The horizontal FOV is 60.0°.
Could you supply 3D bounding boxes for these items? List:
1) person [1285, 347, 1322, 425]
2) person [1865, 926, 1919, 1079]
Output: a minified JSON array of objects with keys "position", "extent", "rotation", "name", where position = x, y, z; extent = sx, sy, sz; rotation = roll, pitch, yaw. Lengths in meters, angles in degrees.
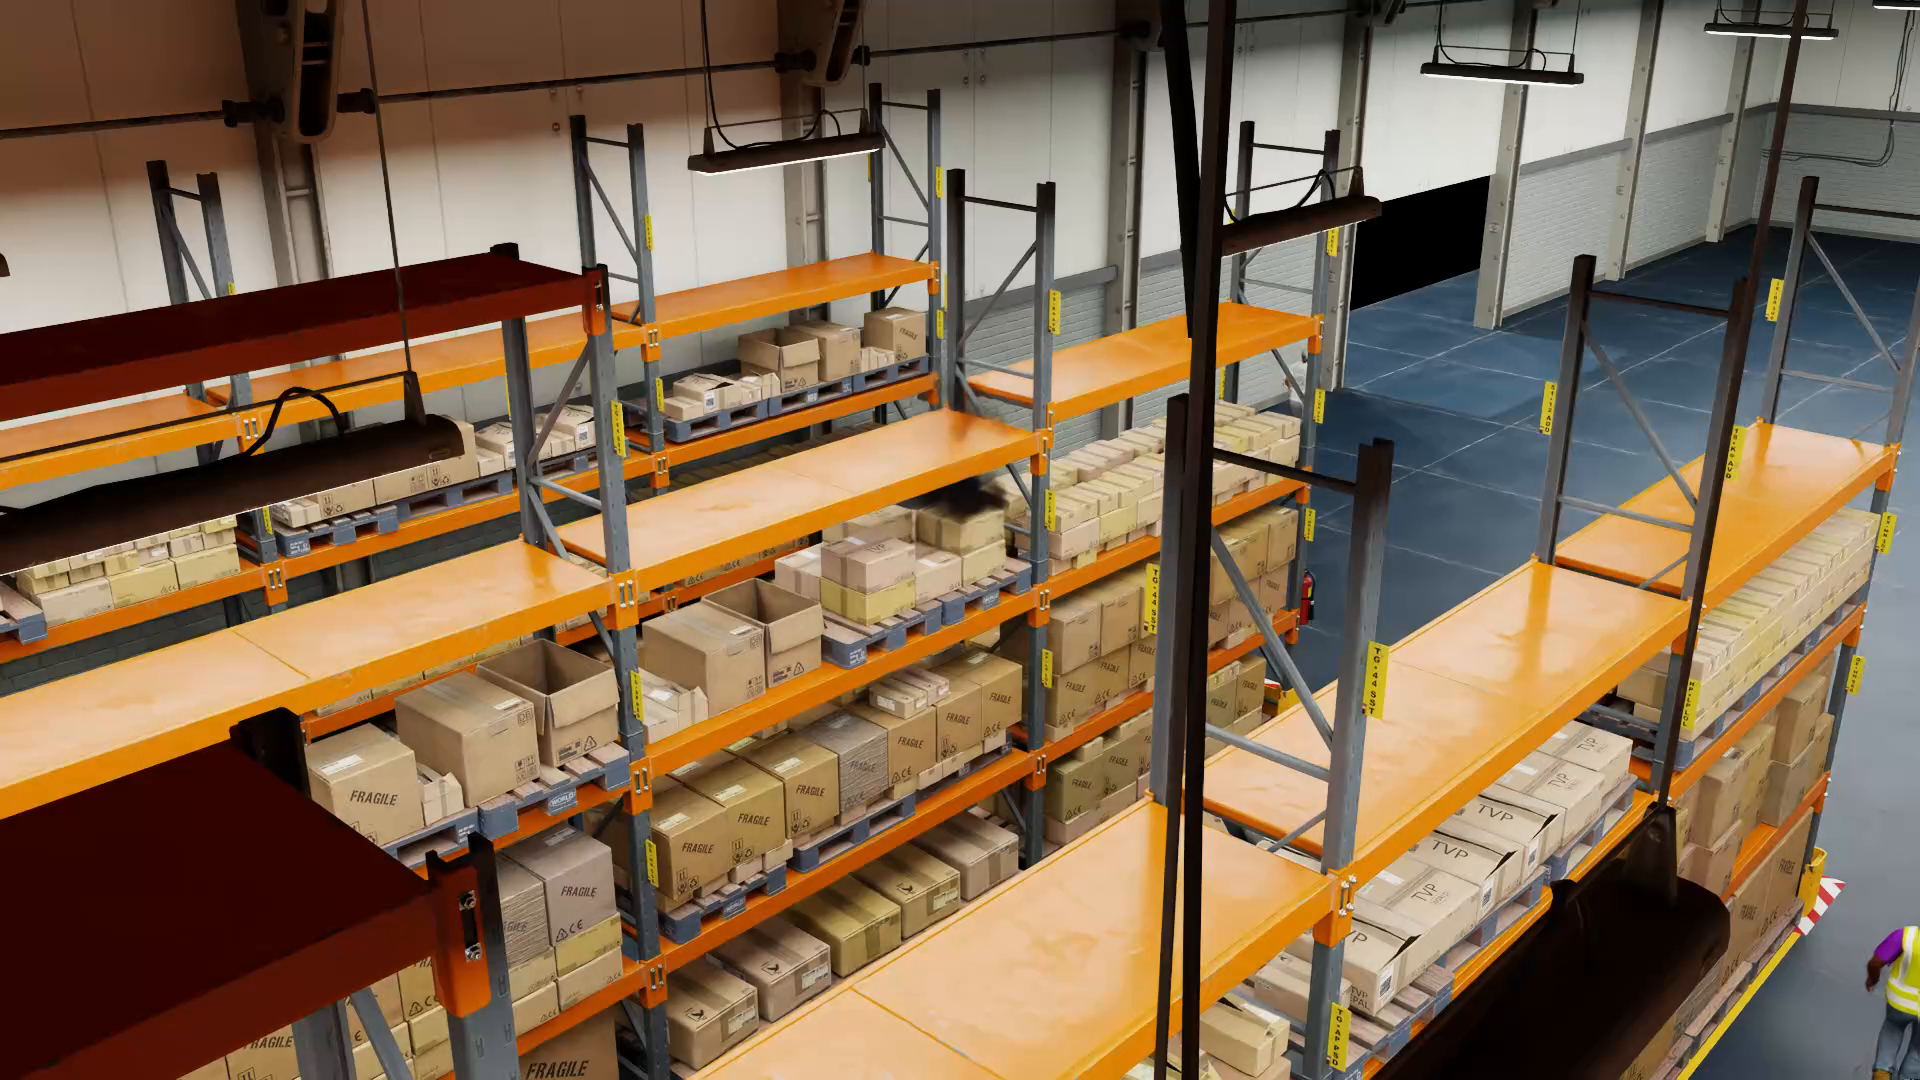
[{"position":[5.219,-2.116,25.264],"extent":[0.616,1.627,0.542],"rotation":[12,24,29],"name":"person"},{"position":[6.622,3.161,11.484],"extent":[0.693,1.724,0.575],"rotation":[13,25,31],"name":"person"}]
